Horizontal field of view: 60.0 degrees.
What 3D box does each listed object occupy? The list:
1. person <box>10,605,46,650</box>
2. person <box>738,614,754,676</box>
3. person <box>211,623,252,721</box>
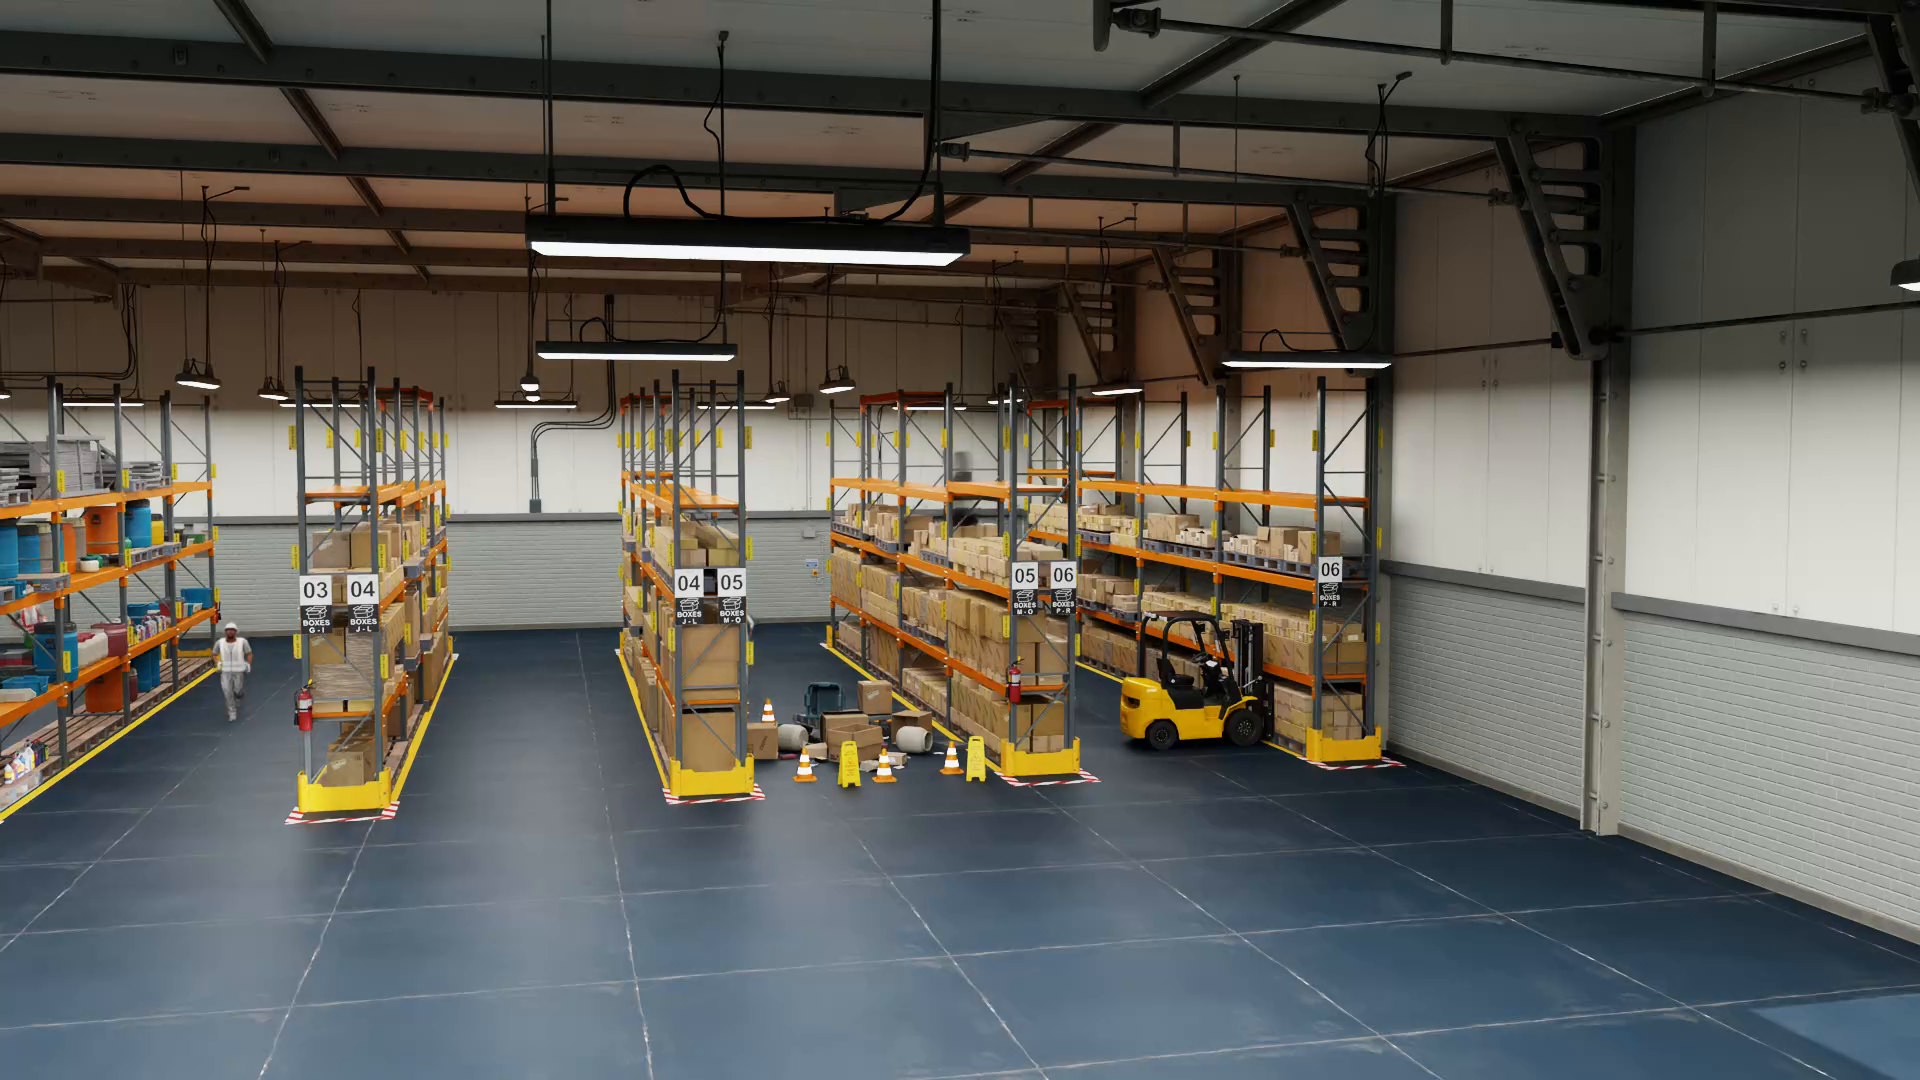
[{"bbox_3d":[-20.076,2.000,35.912,0.635,1.724,0.680,3,5,41],"label":"person"},{"bbox_3d":[-4.586,2.144,34.809,0.539,1.594,0.958,-1,3,-11],"label":"person"},{"bbox_3d":[-13.109,2.355,29.939,0.683,1.740,0.616,-1,4,-19],"label":"person"}]
